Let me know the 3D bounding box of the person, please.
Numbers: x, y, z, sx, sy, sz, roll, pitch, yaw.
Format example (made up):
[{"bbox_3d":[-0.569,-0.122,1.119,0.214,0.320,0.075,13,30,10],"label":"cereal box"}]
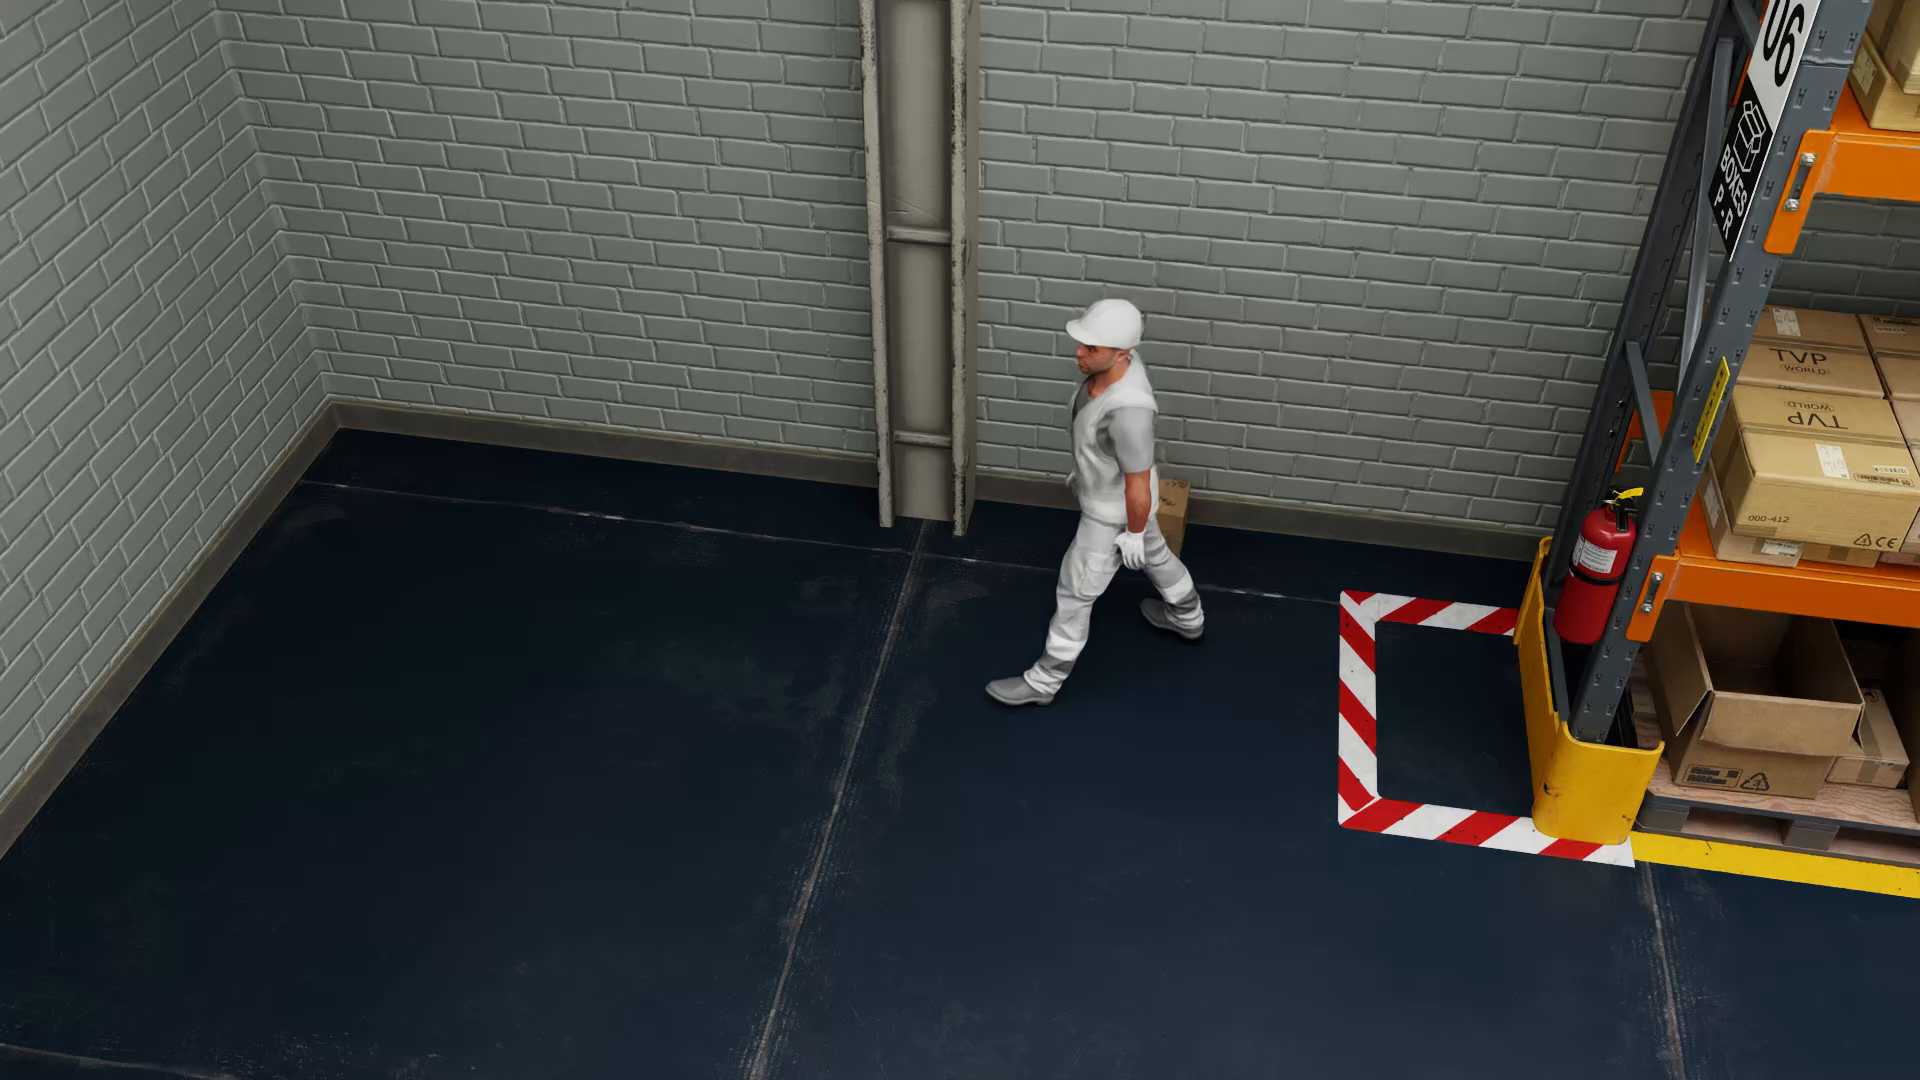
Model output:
[{"bbox_3d":[0.559,-0.141,6.351,0.935,1.710,0.598,-1,40,-1],"label":"person"}]
